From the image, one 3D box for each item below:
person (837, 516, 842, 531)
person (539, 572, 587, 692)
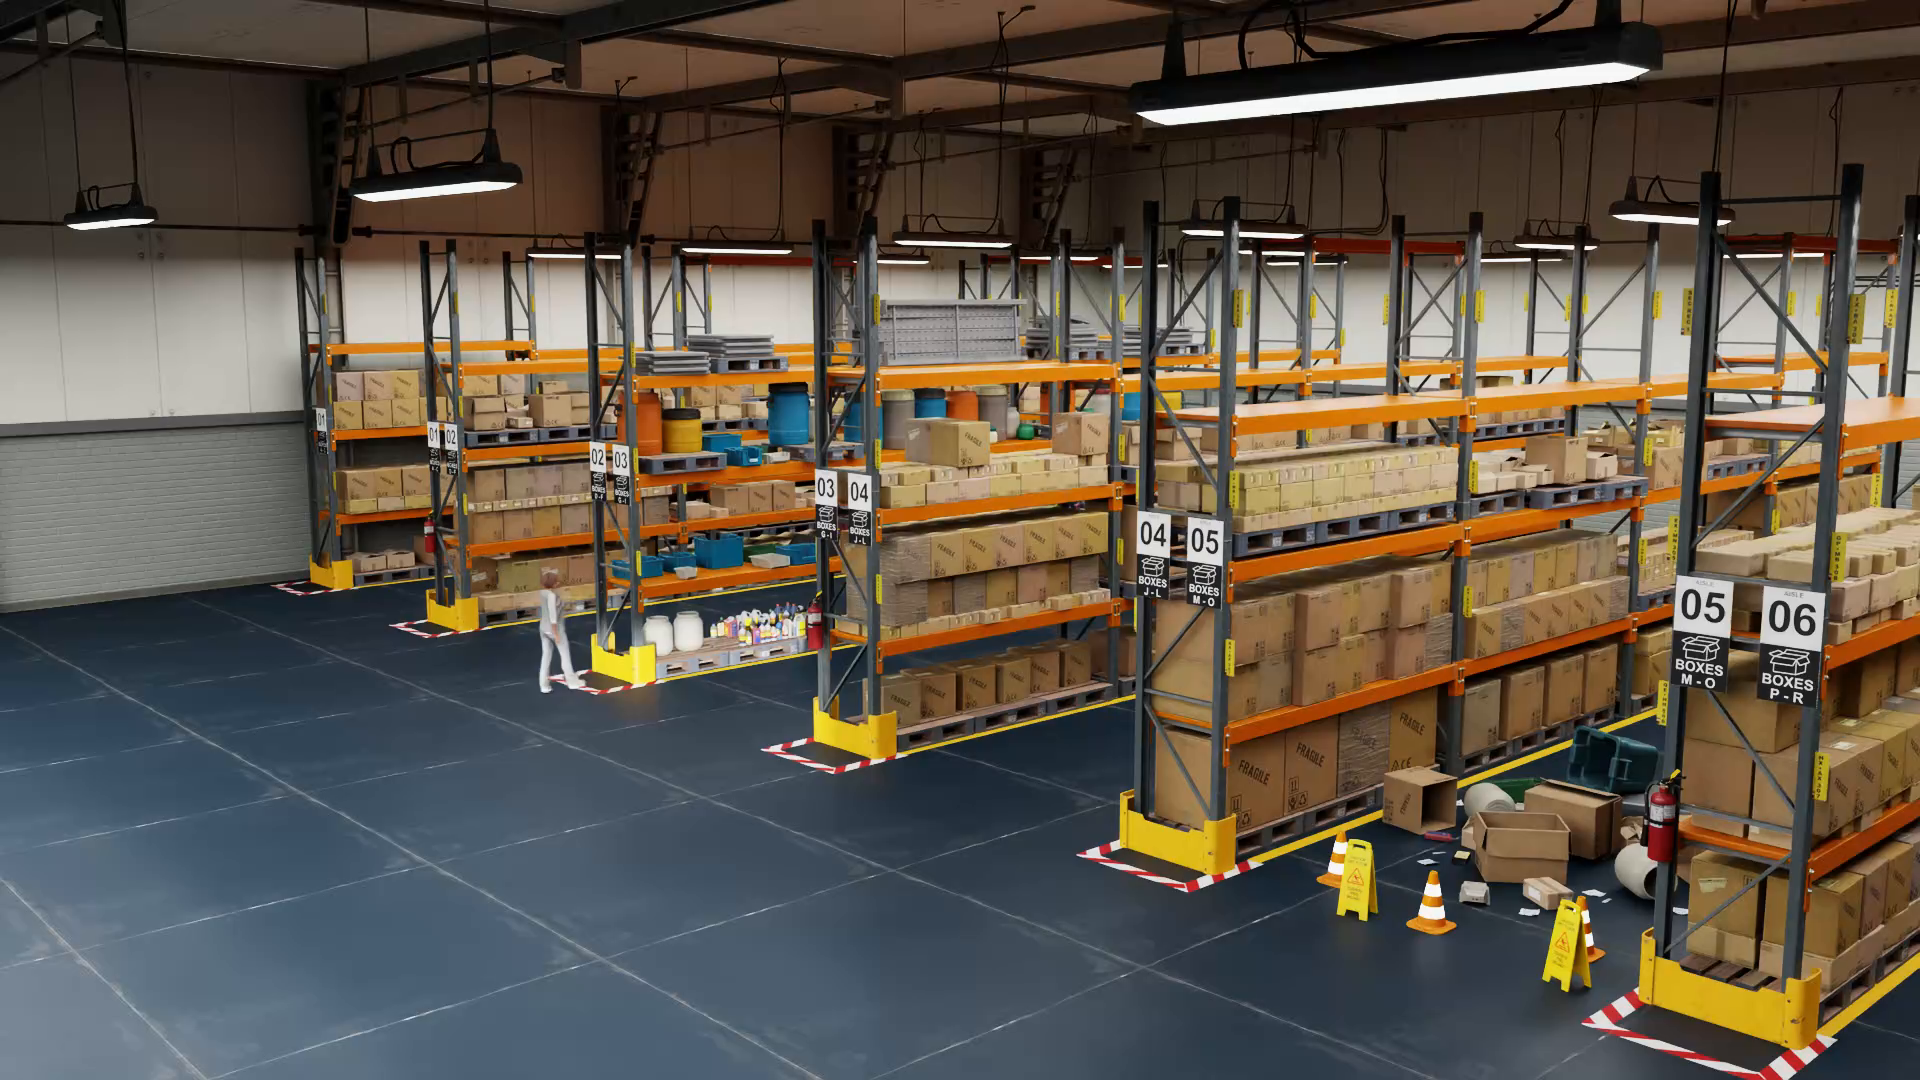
[{"bbox_3d":[-2.713,-0.721,34.185,1.046,1.733,0.652,-8,12,-44],"label":"person"},{"bbox_3d":[-5.261,1.190,21.820,0.415,1.595,0.629,7,11,38],"label":"person"}]
